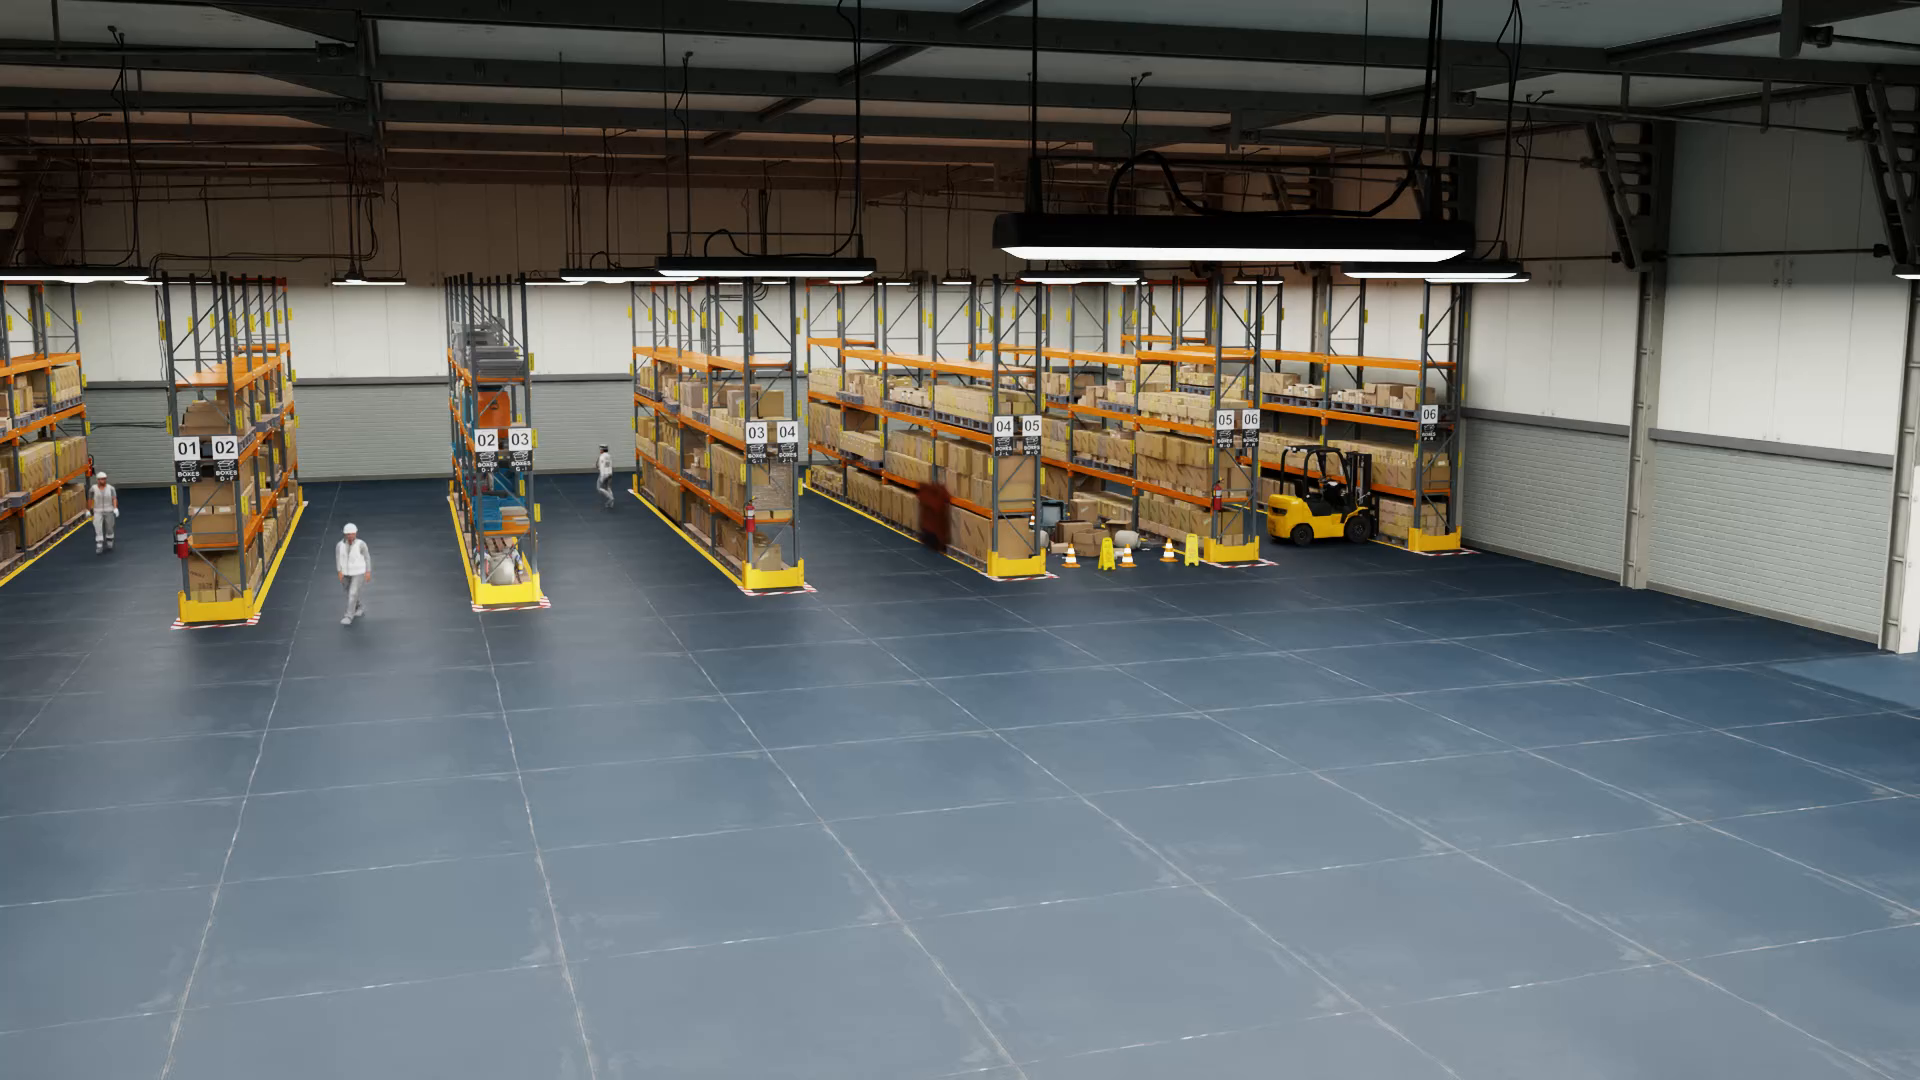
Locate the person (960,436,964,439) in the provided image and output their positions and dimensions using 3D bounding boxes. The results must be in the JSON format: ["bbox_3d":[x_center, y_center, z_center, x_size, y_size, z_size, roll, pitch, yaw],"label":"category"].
[{"bbox_3d":[0.146,-2.173,46.535,0.436,1.785,0.609,4,10,26],"label":"person"}]

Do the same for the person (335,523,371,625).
[{"bbox_3d":[-10.507,0.550,28.702,0.523,1.679,1.062,1,9,5],"label":"person"}]

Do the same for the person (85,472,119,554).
[{"bbox_3d":[-18.678,-0.615,36.195,0.654,1.720,1.050,-4,10,-27],"label":"person"}]

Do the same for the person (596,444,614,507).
[{"bbox_3d":[-9.265,-1.683,43.623,0.461,1.668,0.522,3,9,16],"label":"person"}]
